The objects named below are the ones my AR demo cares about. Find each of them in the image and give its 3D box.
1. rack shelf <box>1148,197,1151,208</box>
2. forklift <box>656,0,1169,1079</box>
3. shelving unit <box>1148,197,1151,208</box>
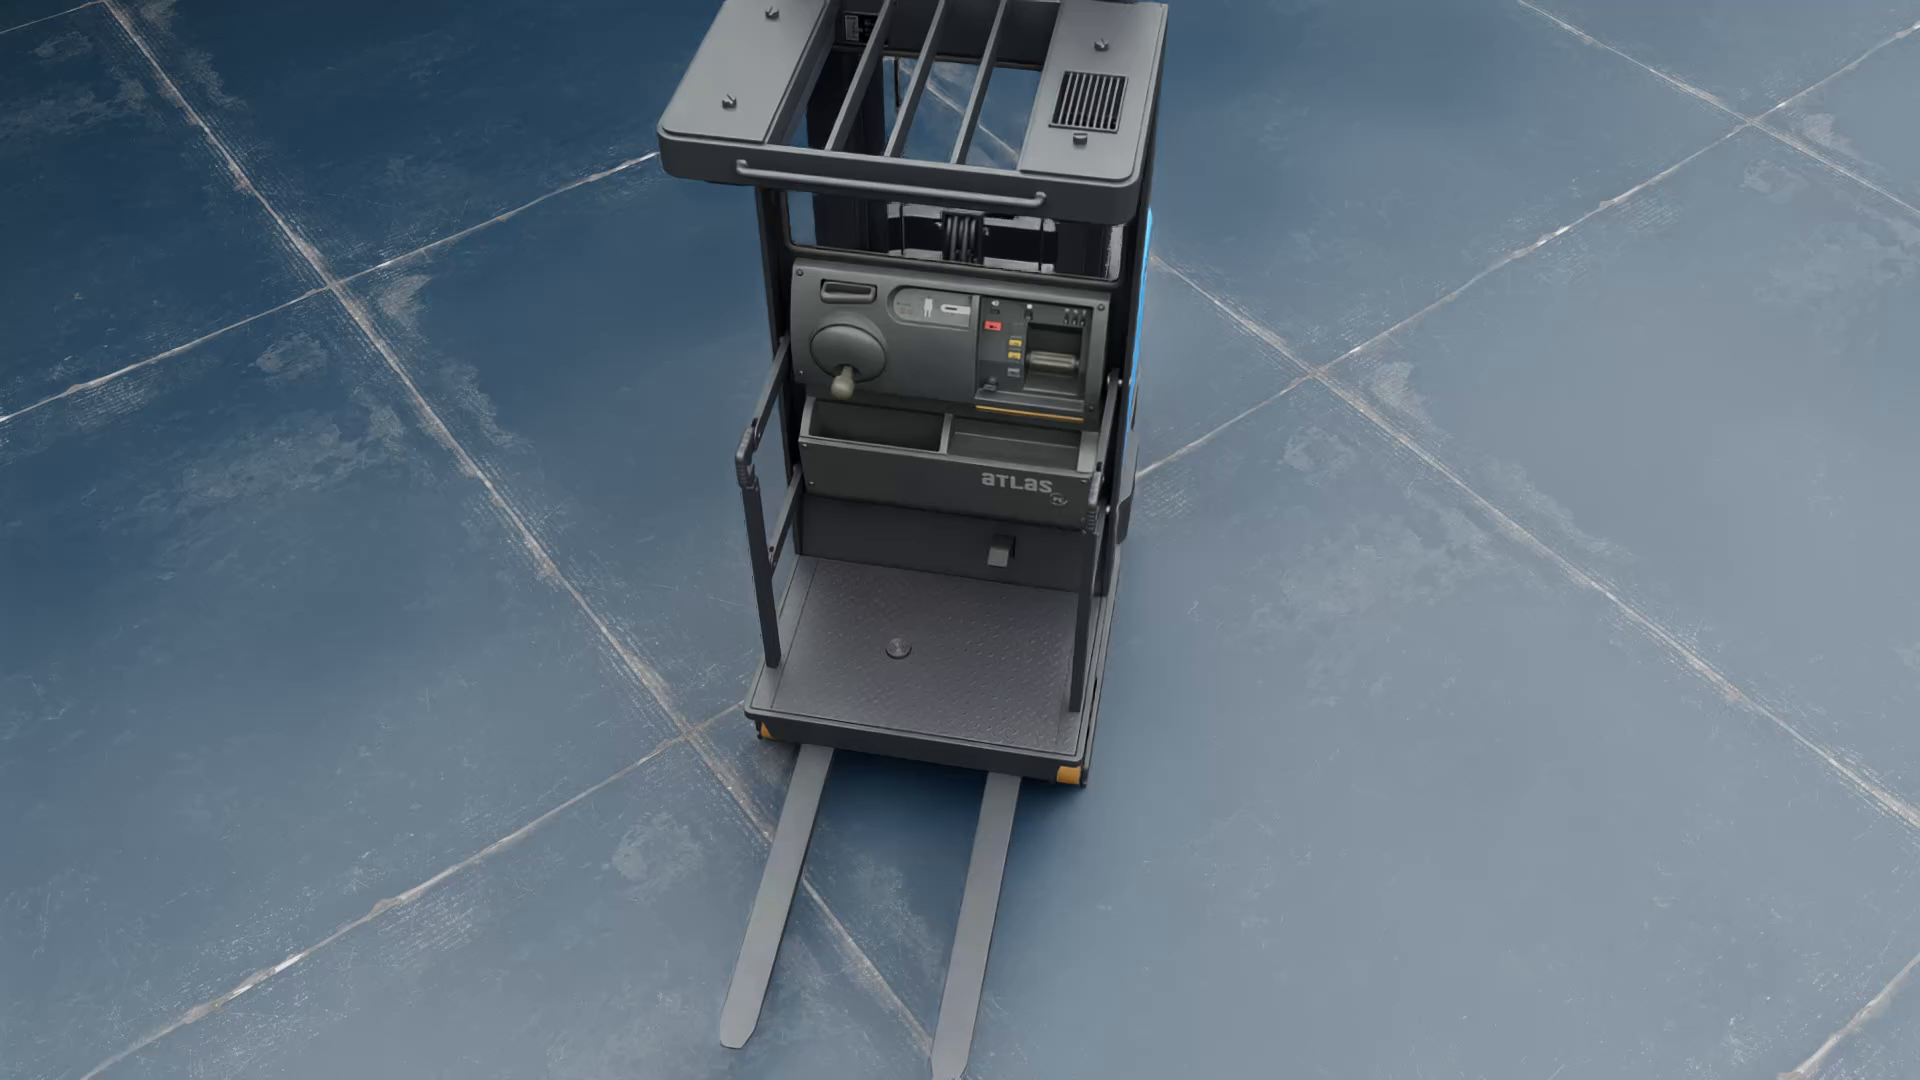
[{"bbox_3d":[0.558,-1.270,6.165,0.258,0.103,0.180,-7,48,-7],"label":"rack shelf"},{"bbox_3d":[-0.073,-0.475,4.703,1.130,2.935,3.031,8,48,7],"label":"forklift"},{"bbox_3d":[0.558,-1.058,6.399,0.258,1.200,0.189,-7,48,-7],"label":"shelving unit"}]
